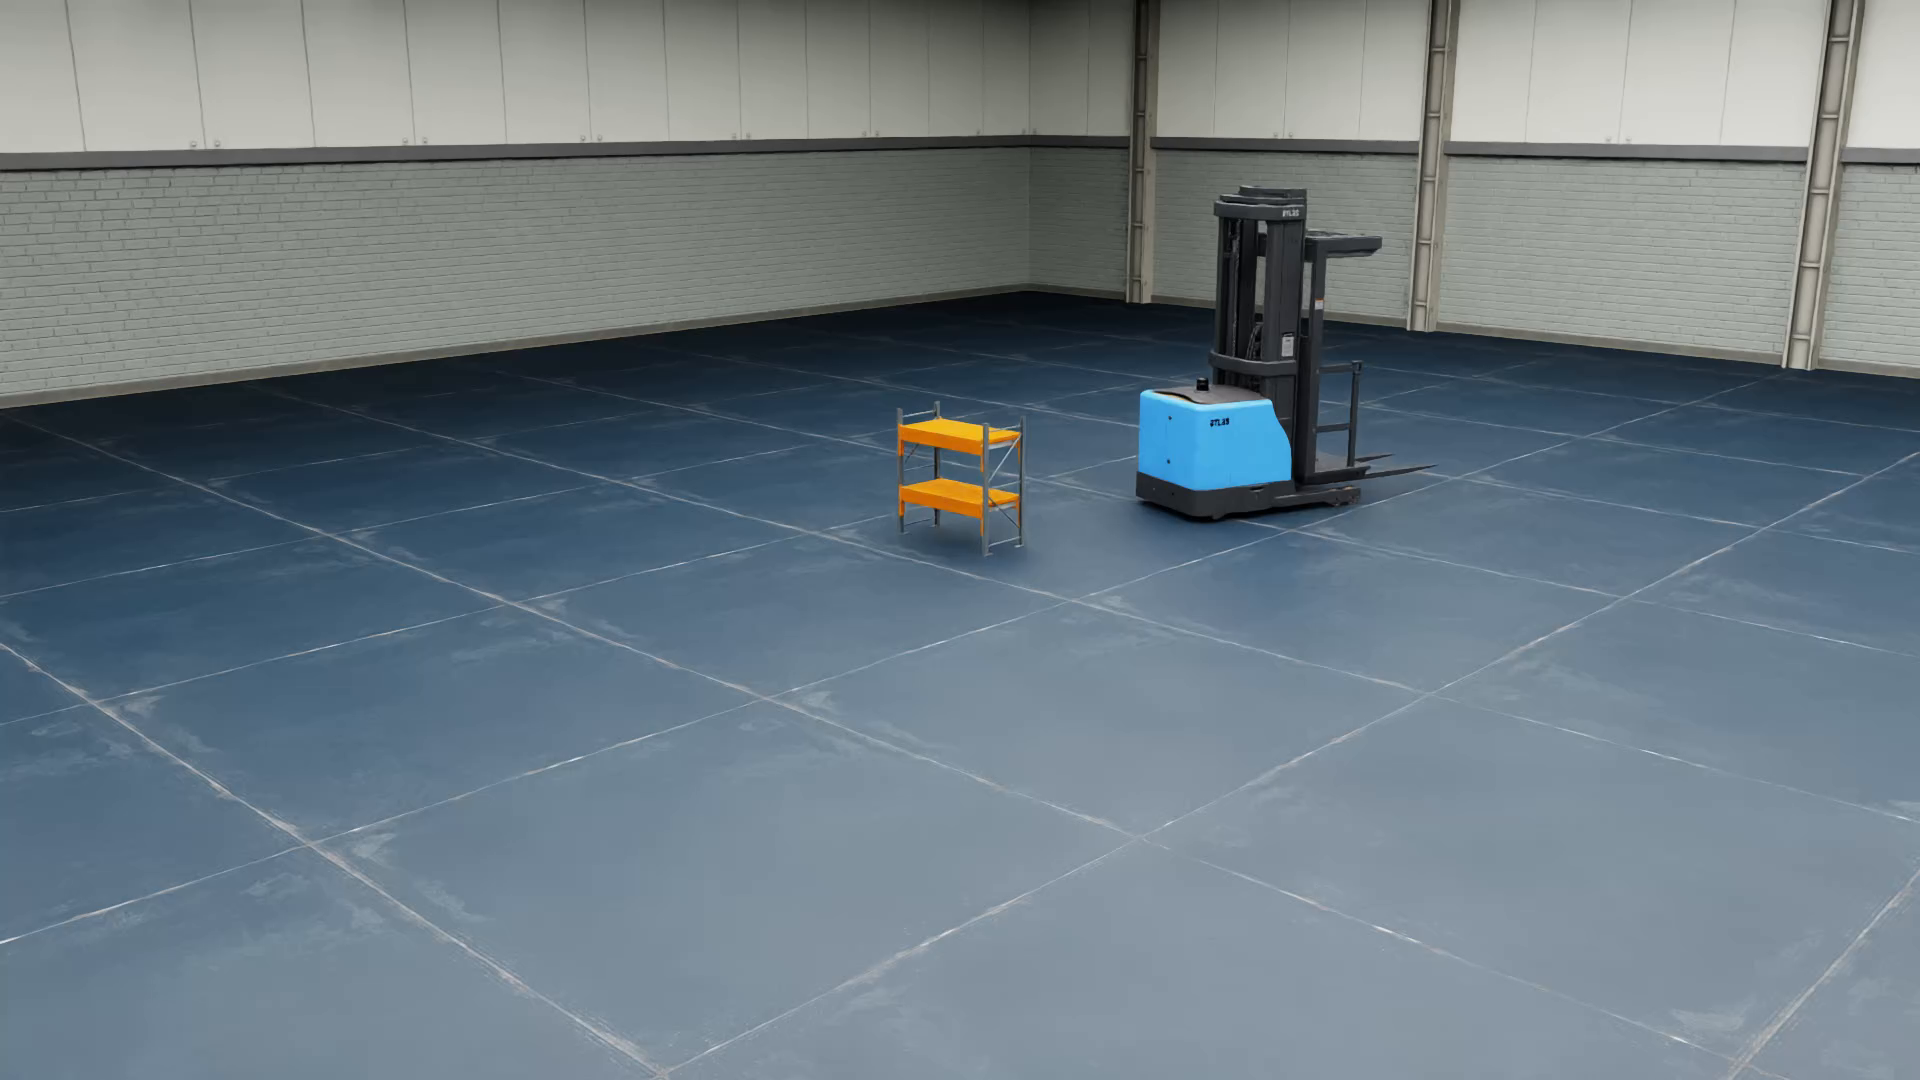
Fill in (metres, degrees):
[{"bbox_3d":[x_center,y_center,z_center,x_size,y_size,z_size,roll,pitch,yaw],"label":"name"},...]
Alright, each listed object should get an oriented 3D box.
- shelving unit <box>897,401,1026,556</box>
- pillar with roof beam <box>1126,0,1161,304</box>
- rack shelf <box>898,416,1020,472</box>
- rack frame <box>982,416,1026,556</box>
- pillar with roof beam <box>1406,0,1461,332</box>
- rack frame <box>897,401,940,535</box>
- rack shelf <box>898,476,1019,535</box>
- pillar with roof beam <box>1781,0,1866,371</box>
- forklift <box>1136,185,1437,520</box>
[{"bbox_3d":[0.005,-0.543,14.286,1.048,1.125,0.538,14,20,42],"label":"shelving unit"},{"bbox_3d":[0.453,-8.148,27.855,0.400,9.000,9.100,14,20,42],"label":"pillar with roof beam"},{"bbox_3d":[0.005,-0.826,14.212,1.000,0.278,0.538,14,20,42],"label":"rack shelf"},{"bbox_3d":[0.371,-0.454,13.944,0.032,1.125,0.500,14,20,42],"label":"rack frame"},{"bbox_3d":[4.772,-7.098,23.825,0.400,9.000,9.100,14,20,42],"label":"pillar with roof beam"},{"bbox_3d":[-0.361,-0.632,14.627,0.032,1.125,0.500,14,20,42],"label":"rack frame"},{"bbox_3d":[0.005,-0.307,14.347,1.000,0.278,0.538,14,20,42],"label":"rack shelf"},{"bbox_3d":[9.092,-6.048,19.795,0.400,9.000,9.100,14,20,42],"label":"pillar with roof beam"},{"bbox_3d":[3.216,-1.843,15.692,3.031,2.935,1.130,-8,16,-27],"label":"forklift"}]
